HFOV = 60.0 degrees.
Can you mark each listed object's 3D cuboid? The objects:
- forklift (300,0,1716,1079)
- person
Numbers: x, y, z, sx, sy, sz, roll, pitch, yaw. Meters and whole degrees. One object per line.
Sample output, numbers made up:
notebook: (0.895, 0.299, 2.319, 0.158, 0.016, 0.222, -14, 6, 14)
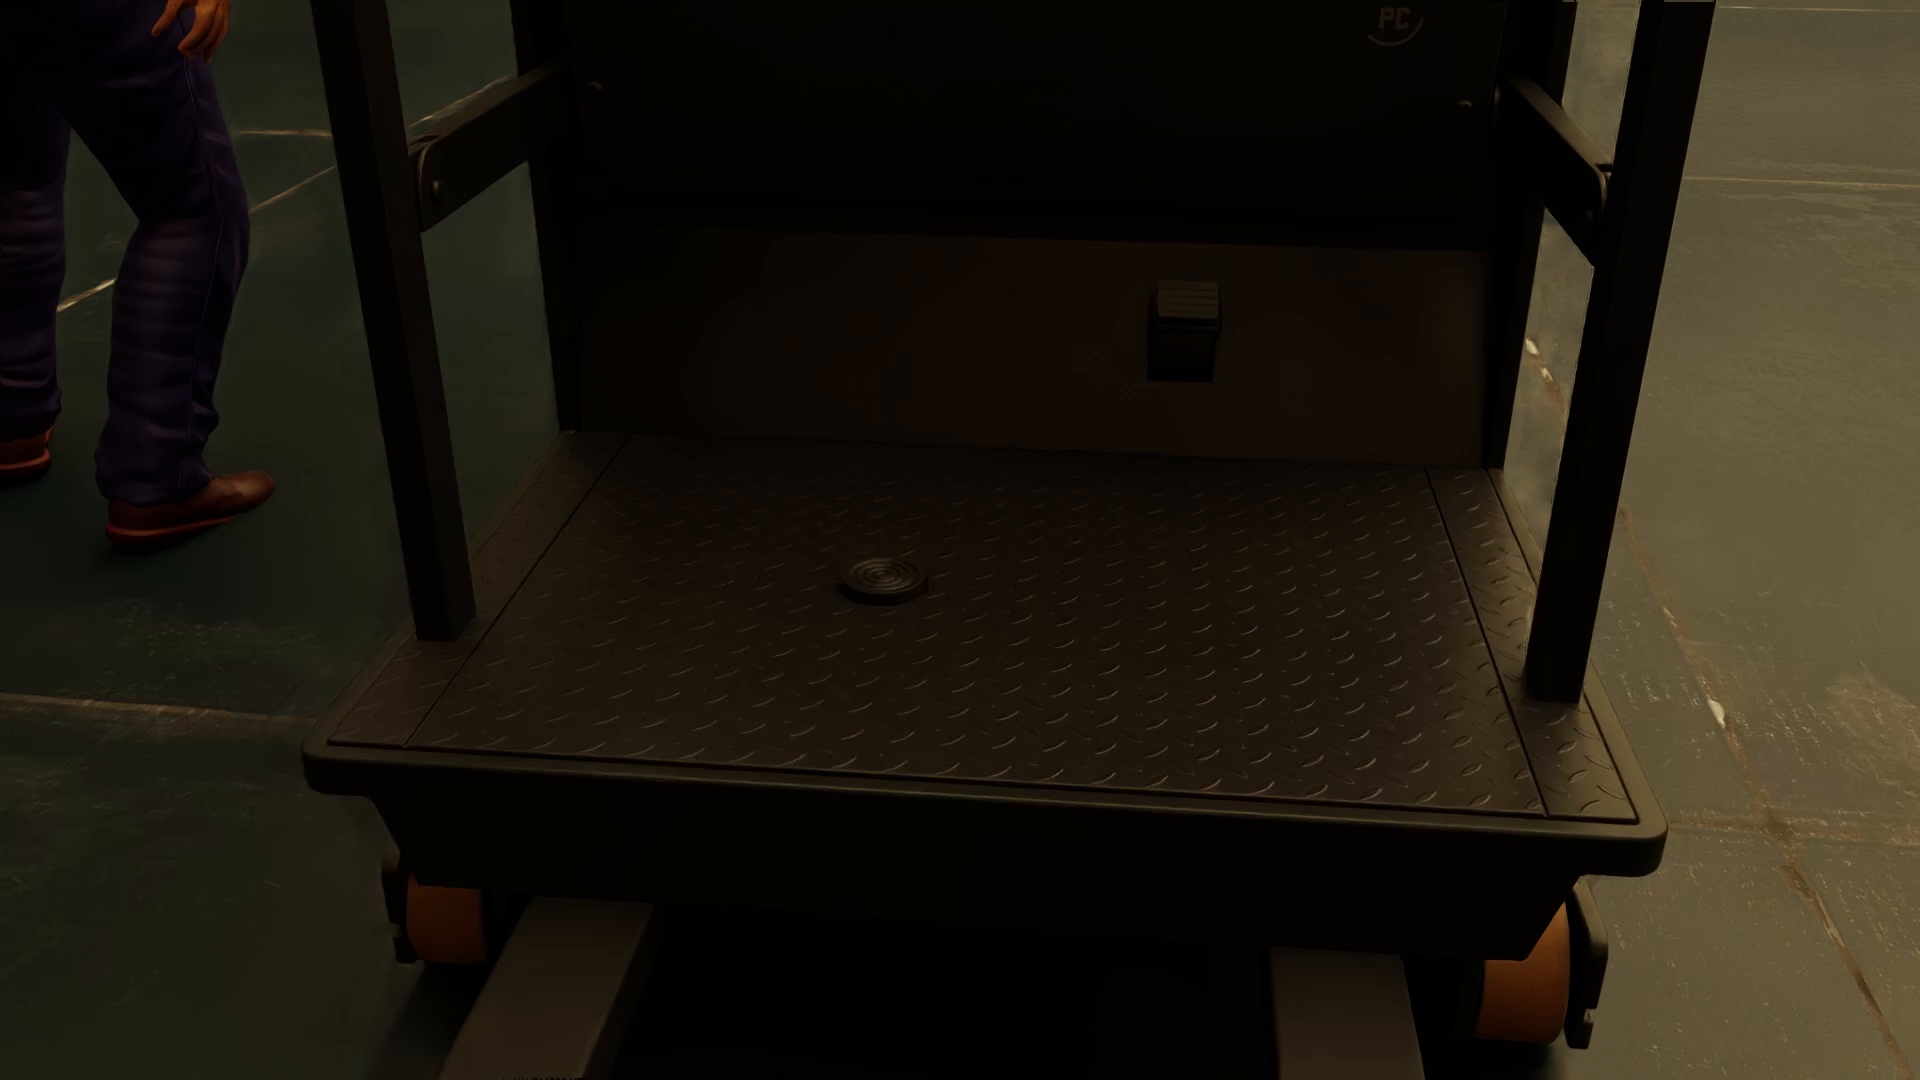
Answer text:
forklift: (0.046, -1.003, 1.227, 1.130, 2.935, 3.031, 3, 27, 5)
person: (-1.322, -0.790, 2.315, 0.820, 1.626, 0.402, 9, 28, 17)
